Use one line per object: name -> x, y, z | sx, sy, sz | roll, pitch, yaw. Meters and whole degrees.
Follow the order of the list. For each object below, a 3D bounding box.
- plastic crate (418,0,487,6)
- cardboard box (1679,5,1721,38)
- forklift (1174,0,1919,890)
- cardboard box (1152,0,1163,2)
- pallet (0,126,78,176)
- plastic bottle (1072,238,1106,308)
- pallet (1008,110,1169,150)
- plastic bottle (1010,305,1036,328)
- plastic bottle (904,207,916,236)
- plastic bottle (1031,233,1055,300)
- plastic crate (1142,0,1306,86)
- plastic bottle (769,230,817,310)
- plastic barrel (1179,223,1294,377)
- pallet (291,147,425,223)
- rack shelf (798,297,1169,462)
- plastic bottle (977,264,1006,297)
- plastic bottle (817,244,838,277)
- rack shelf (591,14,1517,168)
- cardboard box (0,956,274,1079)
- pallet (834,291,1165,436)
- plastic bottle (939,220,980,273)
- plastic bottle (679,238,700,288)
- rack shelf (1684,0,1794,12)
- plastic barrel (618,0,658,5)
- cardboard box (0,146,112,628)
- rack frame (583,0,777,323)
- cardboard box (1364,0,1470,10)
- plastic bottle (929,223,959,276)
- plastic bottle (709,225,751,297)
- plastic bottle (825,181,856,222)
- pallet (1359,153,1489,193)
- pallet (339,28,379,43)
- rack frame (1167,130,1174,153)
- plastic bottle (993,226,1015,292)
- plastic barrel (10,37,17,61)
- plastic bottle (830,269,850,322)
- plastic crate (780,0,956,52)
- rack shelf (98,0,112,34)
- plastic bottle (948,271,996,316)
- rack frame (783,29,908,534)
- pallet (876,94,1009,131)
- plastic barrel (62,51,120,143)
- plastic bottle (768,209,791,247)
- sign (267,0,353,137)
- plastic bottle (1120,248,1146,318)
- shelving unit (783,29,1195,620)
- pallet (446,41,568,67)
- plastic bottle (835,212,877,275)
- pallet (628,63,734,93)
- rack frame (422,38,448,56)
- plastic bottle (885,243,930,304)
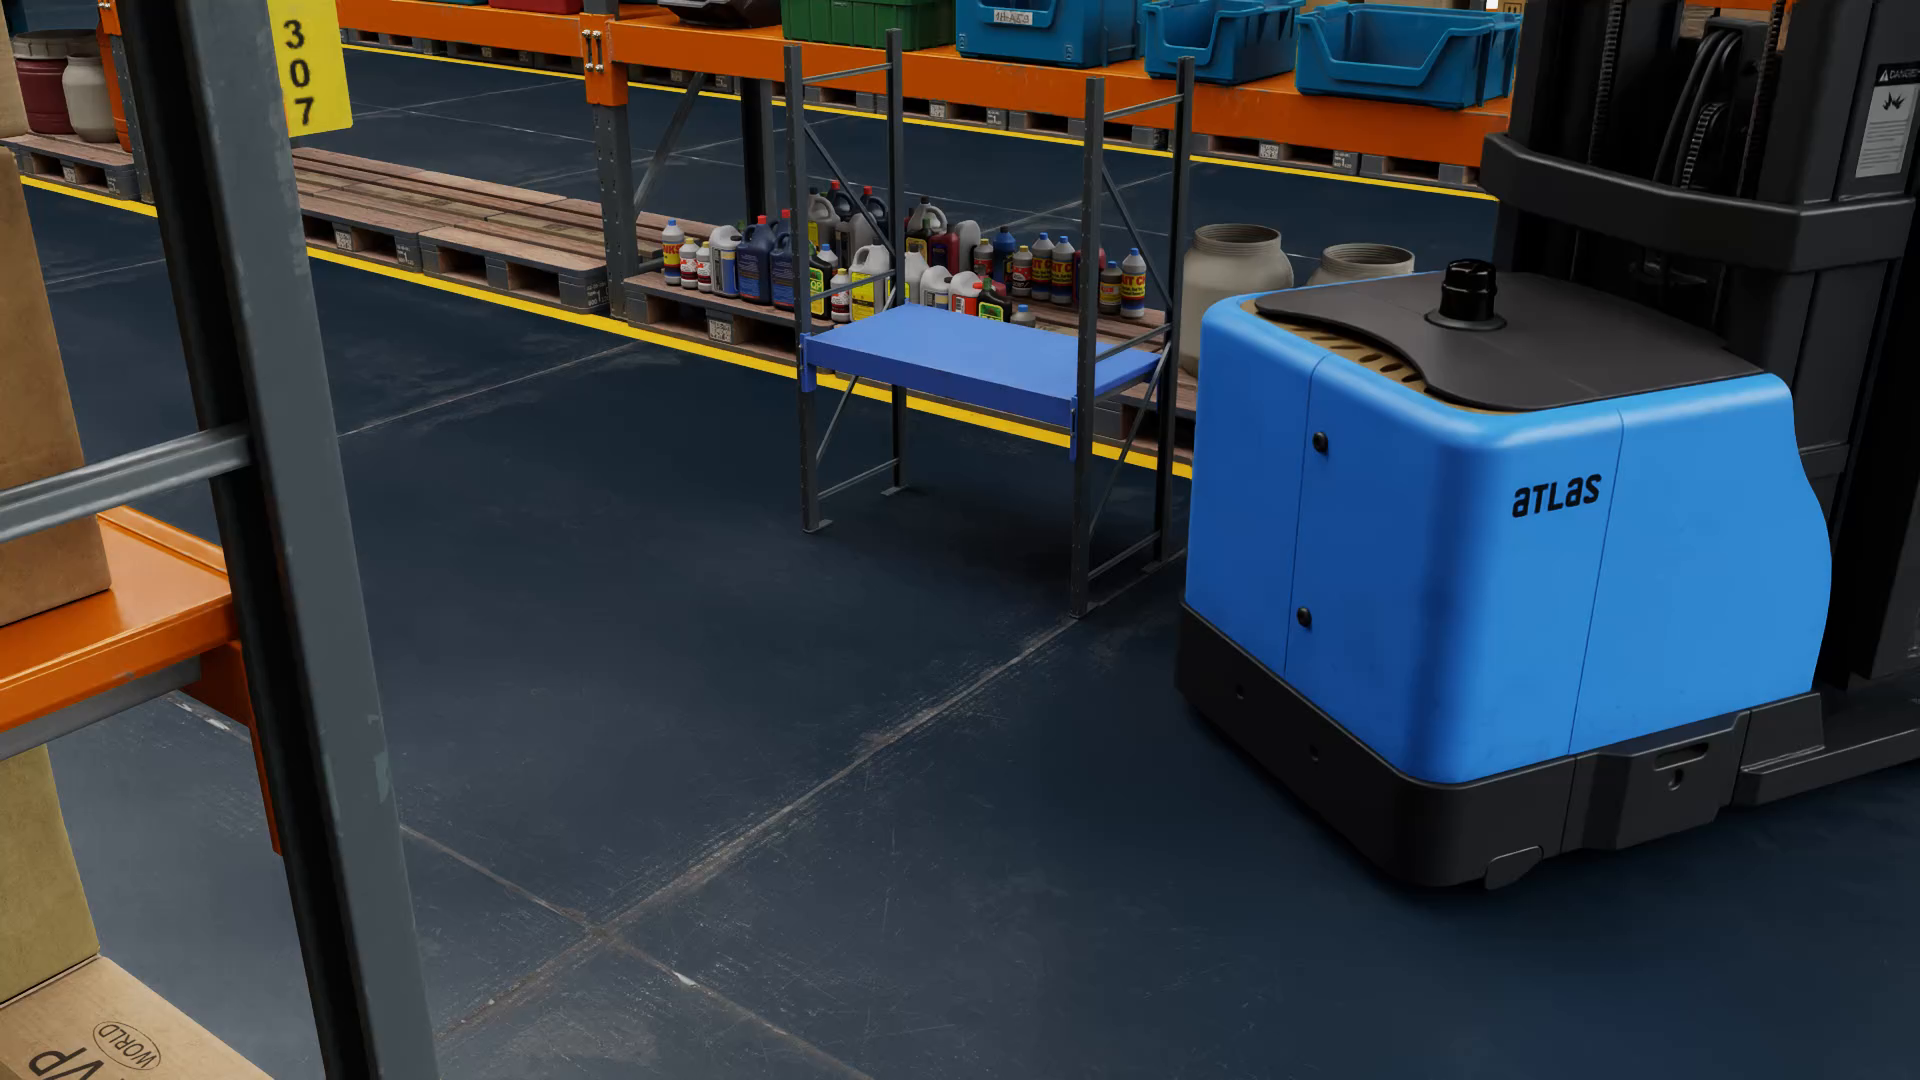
plastic crate -> -2.303, -2.681, 7.634 | 0.575, 0.384, 0.392 | 17, 29, 33
cardboard box -> 5.978, -4.524, 13.911 | 0.875, 0.875, 0.875 | 17, 29, 34
forklift -> 2.110, -0.980, 3.840 | 3.031, 2.935, 1.130 | -10, 26, -21
cardboard box -> 2.025, -5.649, 16.620 | 0.750, 0.750, 1.050 | 16, 29, 33
pallet -> -6.062, -2.685, 11.082 | 1.213, 0.211, 1.003 | 17, 29, 33
plastic bottle -> 0.533, -1.112, 6.877 | 0.133, 0.283, 0.061 | 17, 29, 34
pallet -> 1.113, -3.031, 11.868 | 1.213, 0.211, 1.003 | 17, 29, 33
plastic bottle -> 0.235, -0.778, 6.220 | 0.097, 0.201, 0.097 | 0, 24, 0
plastic bottle -> -0.236, -1.345, 7.405 | 0.133, 0.283, 0.061 | 19, 30, 37
plastic bottle -> 0.349, -1.153, 6.985 | 0.097, 0.271, 0.097 | 0, 24, 0
plastic crate -> 0.871, -1.670, 5.503 | 0.408, 0.251, 0.499 | 17, 29, 33
plastic bottle -> -0.685, -1.136, 6.848 | 0.185, 0.351, 0.144 | 15, 28, 31
plastic barrel -> 0.994, -0.864, 6.055 | 0.421, 0.512, 0.421 | 0, 24, 0
pallet -> -3.838, -2.013, 9.557 | 1.213, 0.211, 1.003 | 17, 29, 33
rack shelf -> 0.068, -0.501, 4.973 | 1.000, 0.185, 0.538 | 17, 29, 33
plastic bottle -> 0.113, -0.919, 6.440 | 0.133, 0.283, 0.061 | 17, 29, 33
plastic bottle -> -0.545, -1.076, 6.810 | 0.097, 0.271, 0.097 | 0, 24, 0
rack shelf -> 0.367, -1.709, 6.300 | 4.000, 0.370, 1.077 | 17, 29, 33
cardboard box -> -1.302, 0.908, 2.359 | 0.500, 0.250, 0.500 | 17, 29, 33
pallet -> 0.259, -0.775, 6.747 | 1.213, 0.211, 1.003 | 17, 29, 33
plastic bottle -> -0.006, -1.249, 7.196 | 0.135, 0.276, 0.152 | 17, 29, 34
plastic bottle -> -1.160, -1.199, 7.177 | 0.097, 0.201, 0.097 | 0, 24, 0
rack shelf -> 3.337, -3.307, 9.927 | 4.000, 0.370, 1.077 | 17, 29, 33
plastic barrel -> -1.361, -2.942, 7.585 | 0.708, 0.901, 0.600 | 17, 29, 33
cardboard box -> -1.372, -0.120, 1.678 | 0.500, 0.500, 0.700 | 17, 29, 33
rack frame -> -1.233, -2.522, 7.253 | 0.127, 3.000, 1.000 | 17, 29, 33
cardboard box -> 4.242, -4.979, 15.100 | 0.750, 0.750, 1.050 | 17, 29, 33
plastic bottle -> -0.069, -1.217, 7.116 | 0.133, 0.283, 0.061 | 17, 29, 33
plastic bottle -> -0.966, -1.189, 7.060 | 0.135, 0.276, 0.152 | 18, 30, 35
plastic bottle -> -0.545, -1.448, 7.556 | 0.185, 0.351, 0.144 | 16, 28, 32
pallet -> 3.276, -2.398, 10.430 | 1.213, 0.211, 1.003 | 17, 29, 33
pallet -> -6.206, -5.282, 16.976 | 1.213, 0.211, 1.003 | 17, 29, 33
rack frame -> 1.737, -4.120, 10.880 | 0.127, 3.000, 1.000 | 17, 29, 33
plastic bottle -> 0.187, -1.202, 7.096 | 0.097, 0.271, 0.097 | 0, 24, 0
plastic barrel -> -6.245, -3.036, 10.985 | 0.421, 0.512, 0.421 | 0, 24, 0
plastic bottle -> -0.473, -0.992, 6.705 | 0.097, 0.201, 0.097 | 0, 24, 0
plastic crate -> -0.317, -2.005, 6.344 | 0.662, 0.188, 0.450 | 17, 29, 33
rack shelf -> -6.035, -3.643, 10.691 | 4.000, 0.370, 1.077 | 17, 29, 33
plastic bottle -> 0.050, -0.882, 6.363 | 0.135, 0.276, 0.152 | 17, 29, 34
rack frame -> -0.339, -0.789, 5.180 | 0.032, 1.500, 0.500 | 17, 29, 33
pallet -> 0.133, -3.326, 12.537 | 1.213, 0.211, 1.003 | 17, 29, 33
plastic barrel -> -5.341, -2.763, 10.365 | 0.421, 0.512, 0.421 | 0, 24, 0
plastic bottle -> -0.750, -1.228, 7.057 | 0.185, 0.351, 0.144 | 17, 29, 33
sign -> -0.669, -0.567, 1.645 | 0.005, 0.325, 0.100 | 17, 29, 33
plastic bottle -> 0.703, -1.046, 6.742 | 0.097, 0.271, 0.097 | 0, 24, 0
shelving unit -> 0.068, -0.666, 4.901 | 1.048, 1.500, 0.538 | 17, 29, 33
pallet -> -4.002, -4.616, 15.464 | 1.213, 0.211, 1.003 | 17, 29, 33
plastic bottle -> -0.460, -1.313, 7.343 | 0.135, 0.276, 0.152 | 17, 29, 33
pallet -> -2.049, -4.026, 14.125 | 1.213, 0.211, 1.003 | 17, 29, 33
rack frame -> -4.664, -6.054, 15.270 | 0.127, 3.000, 1.000 | 17, 29, 33
plastic bottle -> -0.196, -0.988, 6.512 | 0.185, 0.351, 0.144 | 18, 30, 35
